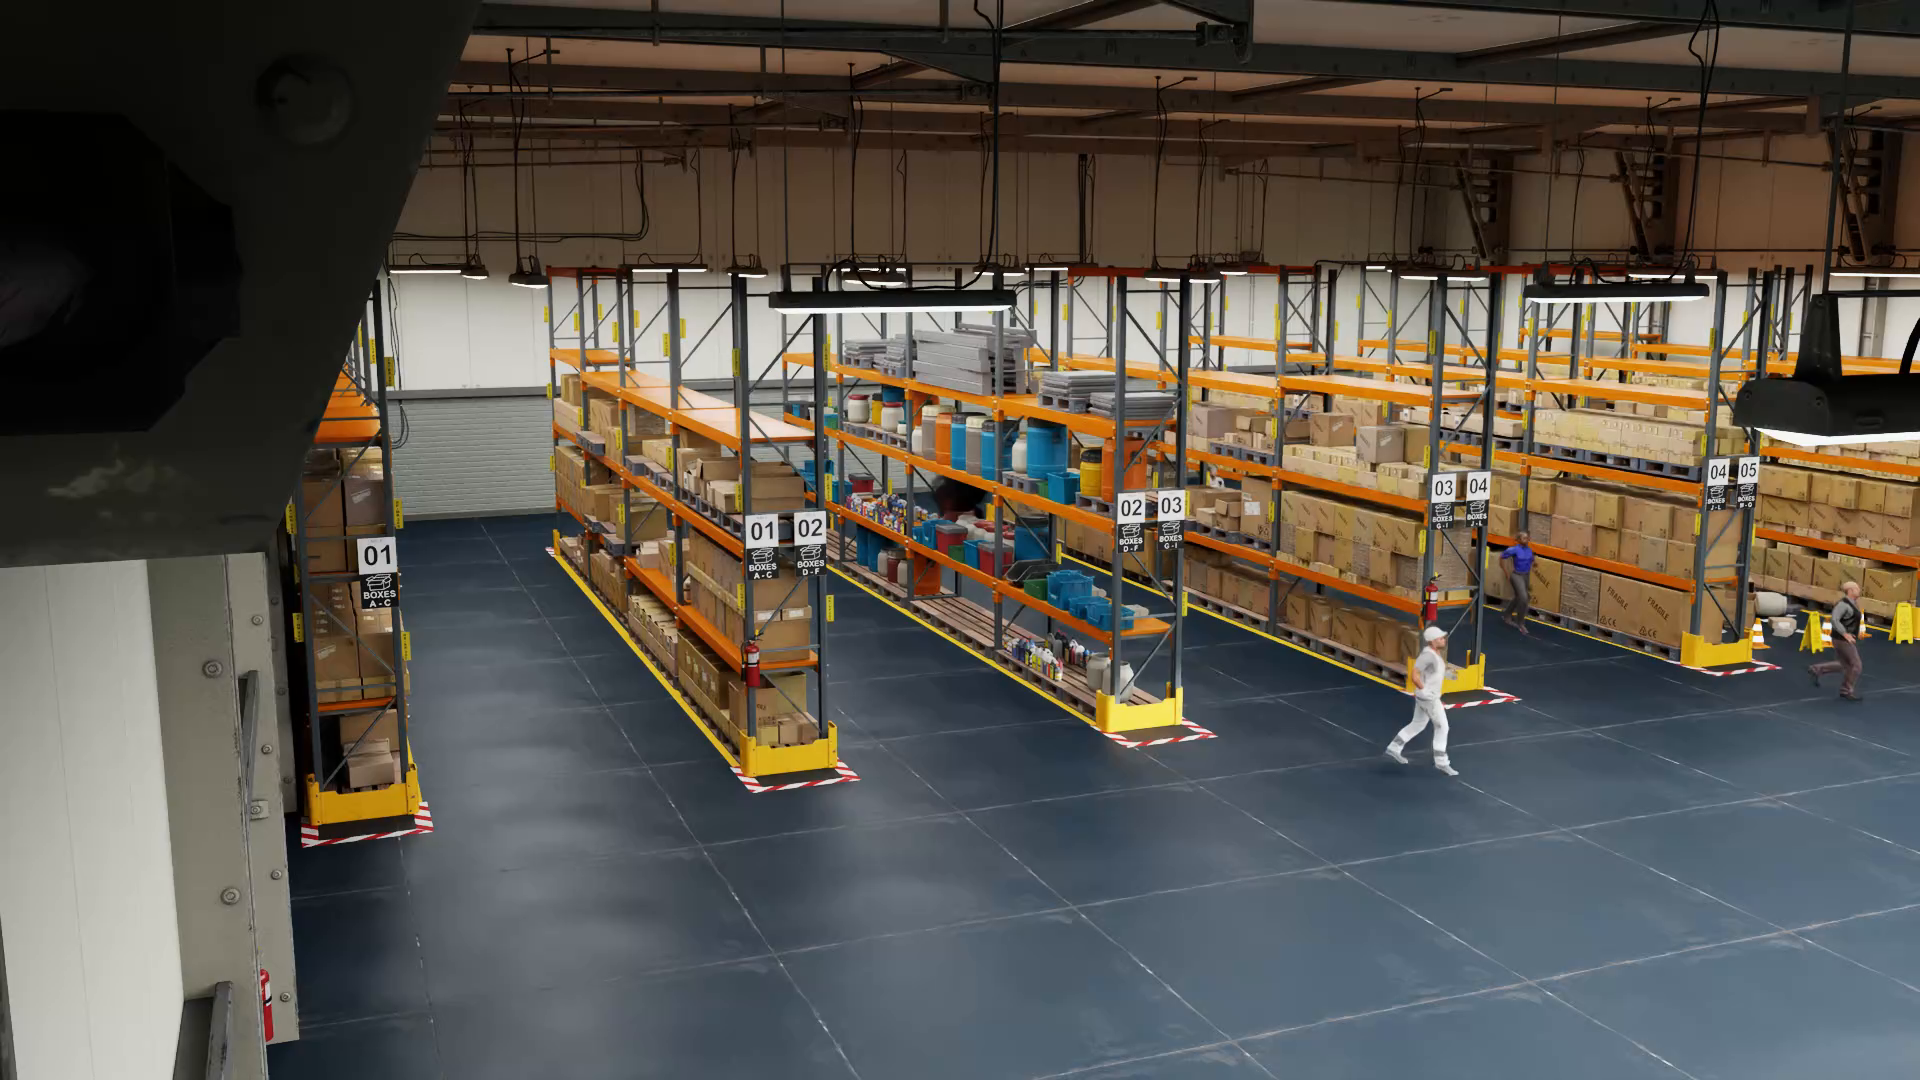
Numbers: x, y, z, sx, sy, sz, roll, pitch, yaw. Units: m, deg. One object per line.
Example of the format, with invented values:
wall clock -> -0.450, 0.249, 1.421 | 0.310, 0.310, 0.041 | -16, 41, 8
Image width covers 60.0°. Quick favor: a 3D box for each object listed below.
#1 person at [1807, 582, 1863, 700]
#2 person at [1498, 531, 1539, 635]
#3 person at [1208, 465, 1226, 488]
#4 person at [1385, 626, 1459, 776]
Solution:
person -> 12.538, 1.411, 23.733 | 0.762, 1.688, 0.656 | 6, 12, 33
person -> 9.376, 0.702, 27.868 | 0.546, 1.719, 0.755 | -6, 11, -30
person -> 5.557, -0.806, 36.449 | 0.605, 1.700, 0.810 | -2, 10, -13
person -> 5.687, 1.939, 20.302 | 0.849, 1.822, 0.636 | 2, 10, 12
